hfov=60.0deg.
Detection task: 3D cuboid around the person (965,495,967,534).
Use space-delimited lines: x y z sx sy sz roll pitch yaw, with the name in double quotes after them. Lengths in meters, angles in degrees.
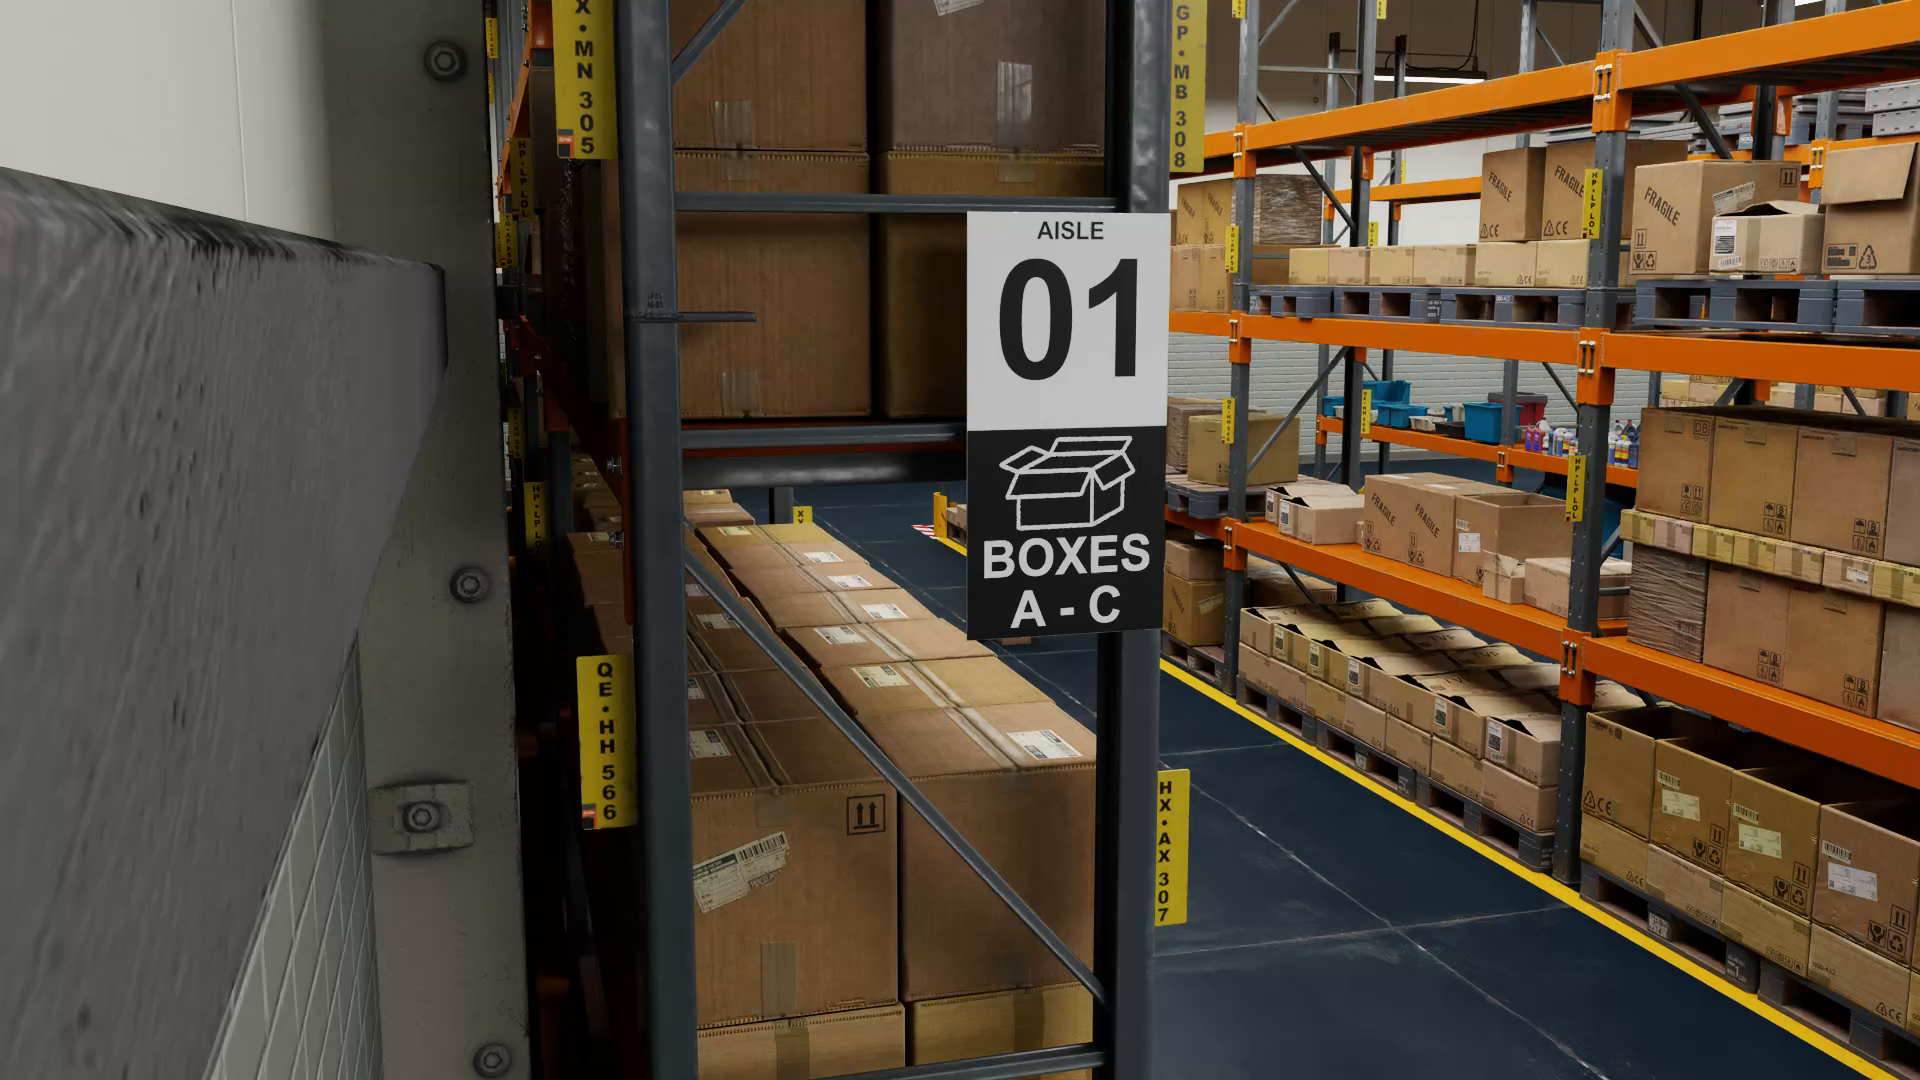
0.356 -0.049 14.227 0.652 1.774 0.420 -3 9 -17 "person"
